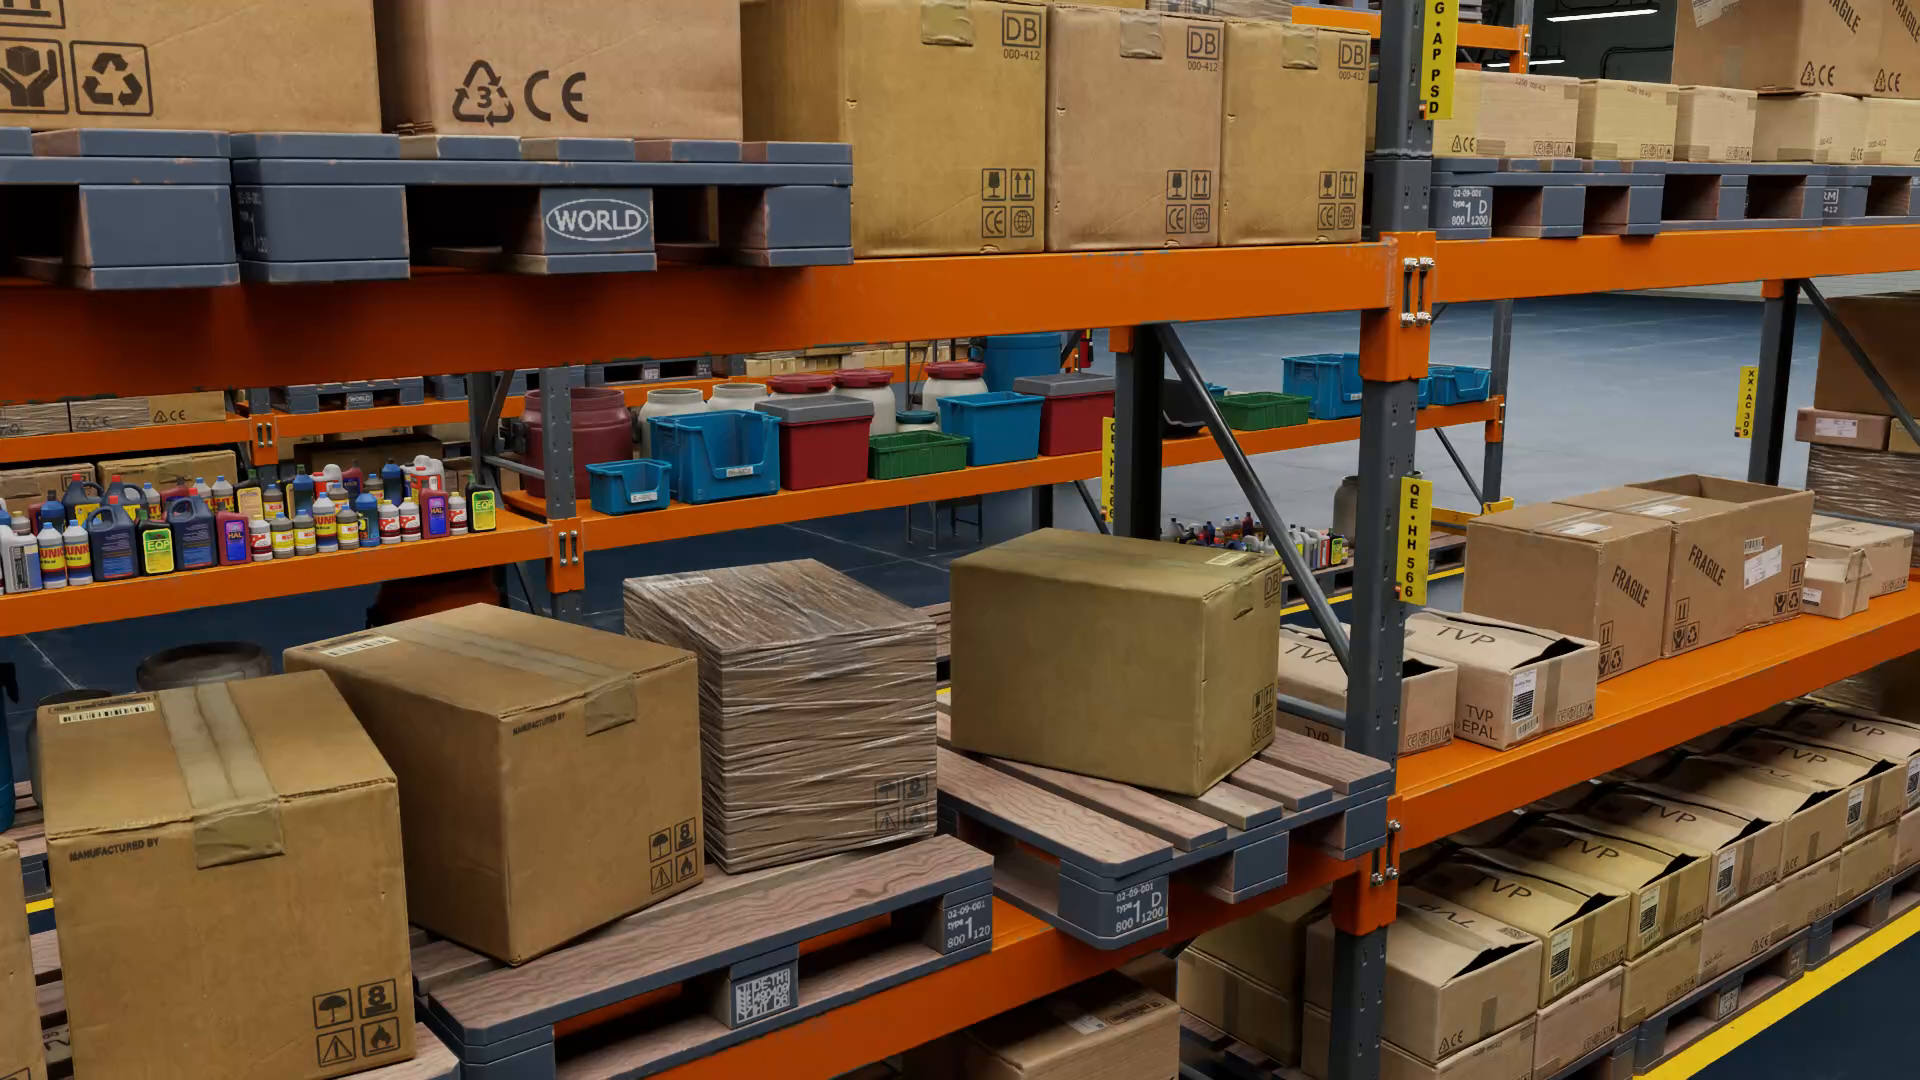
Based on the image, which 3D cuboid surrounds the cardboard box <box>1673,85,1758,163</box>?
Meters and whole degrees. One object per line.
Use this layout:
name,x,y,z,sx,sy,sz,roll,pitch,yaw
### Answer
cardboard box,2.415,-1.436,5.798,0.500,0.250,0.500,-11,16,-42

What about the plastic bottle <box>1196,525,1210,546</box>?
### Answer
plastic bottle,1.776,0.035,12.225,0.133,0.283,0.061,-9,15,-38

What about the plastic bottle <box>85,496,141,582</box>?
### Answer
plastic bottle,-3.610,-0.010,7.074,0.185,0.351,0.144,-9,15,-38

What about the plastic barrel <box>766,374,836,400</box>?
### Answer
plastic barrel,-0.940,-0.705,9.901,0.433,0.535,0.433,0,12,0

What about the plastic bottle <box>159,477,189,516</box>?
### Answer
plastic bottle,-3.740,-0.156,7.924,0.133,0.283,0.061,-9,15,-38

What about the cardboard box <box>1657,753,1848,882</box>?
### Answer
cardboard box,3.015,1.022,6.350,0.500,0.311,0.500,-9,15,-38

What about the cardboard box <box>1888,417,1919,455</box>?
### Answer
cardboard box,4.277,-0.444,7.198,0.250,0.149,0.380,-9,15,-38

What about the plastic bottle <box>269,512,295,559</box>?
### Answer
plastic bottle,-3.056,-0.023,7.494,0.097,0.201,0.097,0,12,0

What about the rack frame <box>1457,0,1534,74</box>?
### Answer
rack frame,3.978,-4.332,12.866,0.127,3.000,1.000,-9,15,-38

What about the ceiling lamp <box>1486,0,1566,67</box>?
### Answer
ceiling lamp,13.858,-13.080,40.008,0.800,3.185,2.000,-9,15,-38

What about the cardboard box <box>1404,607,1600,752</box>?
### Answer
cardboard box,1.642,0.403,5.223,0.500,0.311,0.500,-10,15,-38

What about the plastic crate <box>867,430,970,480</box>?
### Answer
plastic crate,-0.329,-0.503,9.787,0.662,0.188,0.450,-9,15,-38

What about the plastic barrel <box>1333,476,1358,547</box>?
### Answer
plastic barrel,3.120,-0.223,12.937,0.421,0.512,0.421,0,12,0

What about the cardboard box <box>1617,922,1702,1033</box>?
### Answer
cardboard box,2.209,1.430,5.783,0.500,0.250,0.500,-10,16,-39

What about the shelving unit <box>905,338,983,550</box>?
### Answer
shelving unit,-0.129,-1.006,13.810,0.503,2.100,0.431,-9,15,-38

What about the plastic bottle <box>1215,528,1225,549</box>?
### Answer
plastic bottle,1.944,0.011,12.533,0.097,0.201,0.097,0,12,0

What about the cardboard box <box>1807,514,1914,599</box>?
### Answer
cardboard box,3.589,0.070,6.940,0.500,0.250,0.500,-8,15,-34

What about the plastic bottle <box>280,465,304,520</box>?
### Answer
plastic bottle,-3.303,-0.229,8.265,0.133,0.283,0.061,-9,15,-38

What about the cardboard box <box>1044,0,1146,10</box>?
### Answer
cardboard box,0.080,-1.439,3.816,0.500,0.500,0.500,-9,15,-38

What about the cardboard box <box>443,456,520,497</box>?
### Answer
cardboard box,-3.989,-0.394,13.723,0.500,0.500,0.700,-8,14,-33

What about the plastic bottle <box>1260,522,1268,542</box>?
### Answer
plastic bottle,2.367,-0.094,12.857,0.097,0.271,0.097,0,12,0

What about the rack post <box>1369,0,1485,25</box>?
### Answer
rack post,3.308,-4.010,12.553,0.954,0.300,0.937,-8,14,-32

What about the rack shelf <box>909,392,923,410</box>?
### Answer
rack shelf,-0.129,-0.992,13.812,0.480,0.518,0.431,-9,15,-38

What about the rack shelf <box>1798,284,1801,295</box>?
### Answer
rack shelf,5.508,-1.450,8.244,4.000,0.370,1.077,-9,15,-38

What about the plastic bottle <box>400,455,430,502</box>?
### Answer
plastic bottle,-2.809,-0.295,8.596,0.135,0.276,0.152,-9,15,-38

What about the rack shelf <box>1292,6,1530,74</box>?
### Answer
rack shelf,2.416,-3.525,11.760,4.000,0.370,1.077,-9,15,-38

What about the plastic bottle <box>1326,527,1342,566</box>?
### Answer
plastic bottle,2.738,0.043,12.183,0.133,0.283,0.061,-9,15,-36

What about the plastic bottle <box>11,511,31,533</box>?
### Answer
plastic bottle,-4.248,-0.027,7.512,0.097,0.201,0.097,0,12,0

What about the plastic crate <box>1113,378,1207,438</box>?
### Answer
plastic crate,1.343,-0.896,11.274,0.504,0.338,0.767,-9,15,-38

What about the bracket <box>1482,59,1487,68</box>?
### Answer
bracket,14.454,-13.253,46.212,0.430,0.232,0.235,-9,15,-38

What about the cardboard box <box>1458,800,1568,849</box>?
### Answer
cardboard box,1.875,1.068,6.136,0.500,0.311,0.500,-10,15,-38

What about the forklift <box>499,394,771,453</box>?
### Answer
forklift,-3.338,-2.223,17.539,3.031,2.935,1.130,-1,12,-5

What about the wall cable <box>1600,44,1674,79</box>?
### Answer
wall cable,18.725,-12.177,45.125,0.112,2.526,3.097,-9,15,-38

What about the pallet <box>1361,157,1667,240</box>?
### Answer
pallet,1.296,-1.033,5.006,1.003,0.211,1.213,-9,15,-35

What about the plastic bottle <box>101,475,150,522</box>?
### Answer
plastic bottle,-3.819,-0.124,7.612,0.185,0.351,0.144,-9,15,-38

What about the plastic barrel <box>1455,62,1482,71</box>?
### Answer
plastic barrel,3.678,-3.197,12.695,0.708,0.830,0.600,-9,15,-38

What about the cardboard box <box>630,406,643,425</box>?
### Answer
cardboard box,-4.023,-1.853,19.740,0.875,0.875,0.875,-9,15,-37

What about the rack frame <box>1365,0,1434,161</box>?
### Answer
rack frame,0.822,-2.490,4.192,0.127,3.000,1.000,-9,15,-38

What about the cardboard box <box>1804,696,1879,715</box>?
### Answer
cardboard box,4.171,0.969,7.951,0.500,0.250,0.500,-9,15,-38

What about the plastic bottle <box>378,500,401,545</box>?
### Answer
plastic bottle,-2.676,-0.086,7.791,0.097,0.201,0.097,0,12,0

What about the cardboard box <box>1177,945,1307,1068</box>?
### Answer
cardboard box,1.081,1.476,5.565,0.500,0.250,0.500,-9,15,-36

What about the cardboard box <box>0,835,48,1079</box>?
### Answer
cardboard box,-1.791,0.684,2.435,0.700,0.500,0.500,7,14,31

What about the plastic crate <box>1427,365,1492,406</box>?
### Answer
plastic crate,3.774,-1.211,12.970,0.616,0.251,0.499,-9,15,-38

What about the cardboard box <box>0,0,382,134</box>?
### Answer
cardboard box,-1.354,-0.951,2.672,0.600,0.600,0.600,-10,15,-38

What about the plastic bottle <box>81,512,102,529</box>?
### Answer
plastic bottle,-3.719,0.015,7.148,0.097,0.271,0.097,0,12,0

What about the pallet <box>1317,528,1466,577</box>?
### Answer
pallet,3.310,0.088,13.204,1.213,0.211,1.003,-9,15,-38

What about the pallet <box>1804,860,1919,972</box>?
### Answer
pallet,3.395,1.391,7.069,1.213,0.211,1.003,-9,15,-38

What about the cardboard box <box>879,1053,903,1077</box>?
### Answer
cardboard box,-0.117,1.533,4.645,0.500,0.500,0.500,-10,16,-40

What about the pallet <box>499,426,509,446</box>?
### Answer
pallet,-4.617,-1.221,19.373,1.213,0.211,1.003,-9,15,-38

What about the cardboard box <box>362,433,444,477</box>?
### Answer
cardboard box,-4.451,-0.684,13.284,0.500,0.250,0.500,-7,14,-31

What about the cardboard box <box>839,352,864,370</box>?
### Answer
cardboard box,-1.093,-1.665,15.354,0.250,0.149,0.380,-9,15,-38

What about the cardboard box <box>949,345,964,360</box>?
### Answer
cardboard box,-0.176,-1.843,16.190,0.250,0.149,0.380,-9,15,-38

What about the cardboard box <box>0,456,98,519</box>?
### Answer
cardboard box,-6.616,-0.128,11.616,0.875,0.875,1.225,-9,15,-37

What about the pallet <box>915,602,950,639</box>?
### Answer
pallet,0.265,0.594,10.825,1.213,0.211,1.003,-9,15,-38

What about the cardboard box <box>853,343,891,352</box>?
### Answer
cardboard box,-1.110,-2.065,15.676,0.500,0.500,0.875,-9,15,-38

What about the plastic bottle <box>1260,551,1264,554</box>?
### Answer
plastic bottle,2.127,0.180,11.737,0.097,0.201,0.097,0,12,0
